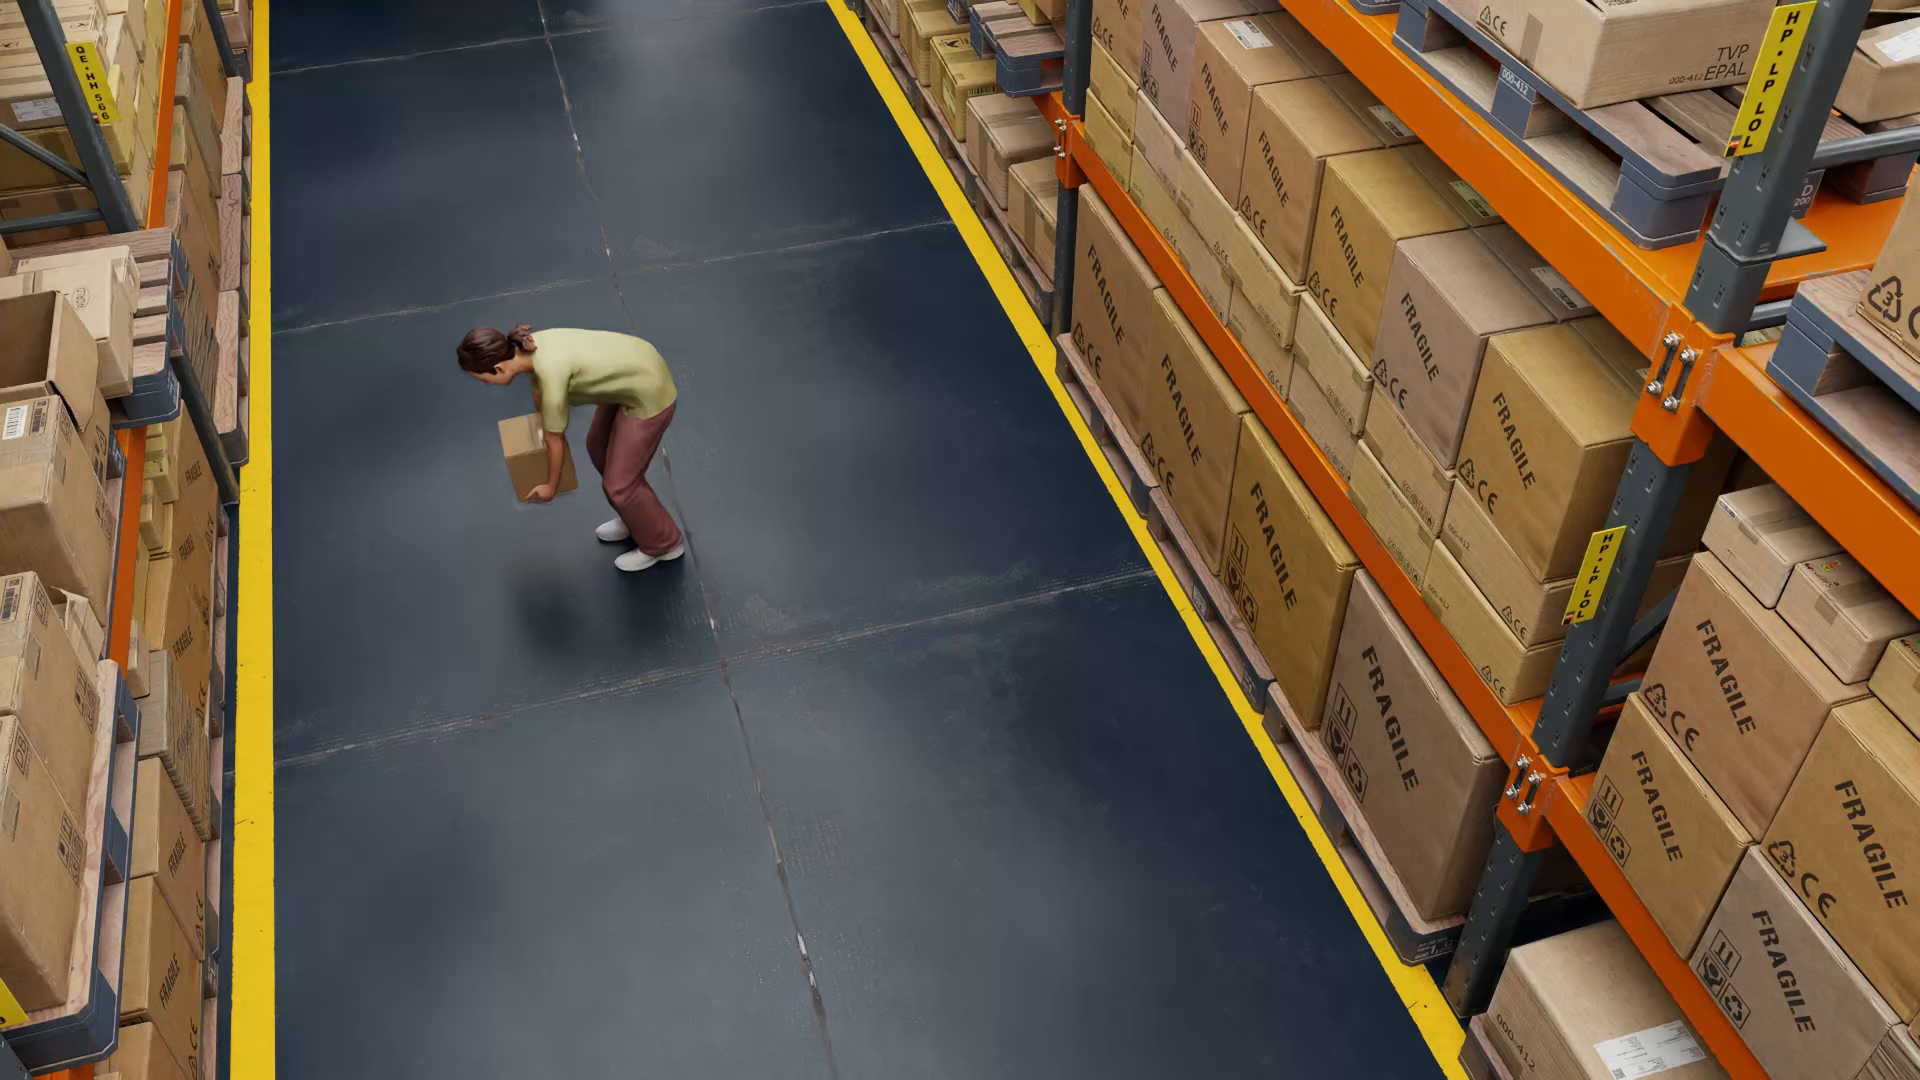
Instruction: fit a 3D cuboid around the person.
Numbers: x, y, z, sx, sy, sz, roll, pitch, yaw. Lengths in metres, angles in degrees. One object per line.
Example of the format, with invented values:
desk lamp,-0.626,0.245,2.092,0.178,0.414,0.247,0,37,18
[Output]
person,-1.568,-0.409,6.910,0.819,1.273,0.418,-13,44,-14
